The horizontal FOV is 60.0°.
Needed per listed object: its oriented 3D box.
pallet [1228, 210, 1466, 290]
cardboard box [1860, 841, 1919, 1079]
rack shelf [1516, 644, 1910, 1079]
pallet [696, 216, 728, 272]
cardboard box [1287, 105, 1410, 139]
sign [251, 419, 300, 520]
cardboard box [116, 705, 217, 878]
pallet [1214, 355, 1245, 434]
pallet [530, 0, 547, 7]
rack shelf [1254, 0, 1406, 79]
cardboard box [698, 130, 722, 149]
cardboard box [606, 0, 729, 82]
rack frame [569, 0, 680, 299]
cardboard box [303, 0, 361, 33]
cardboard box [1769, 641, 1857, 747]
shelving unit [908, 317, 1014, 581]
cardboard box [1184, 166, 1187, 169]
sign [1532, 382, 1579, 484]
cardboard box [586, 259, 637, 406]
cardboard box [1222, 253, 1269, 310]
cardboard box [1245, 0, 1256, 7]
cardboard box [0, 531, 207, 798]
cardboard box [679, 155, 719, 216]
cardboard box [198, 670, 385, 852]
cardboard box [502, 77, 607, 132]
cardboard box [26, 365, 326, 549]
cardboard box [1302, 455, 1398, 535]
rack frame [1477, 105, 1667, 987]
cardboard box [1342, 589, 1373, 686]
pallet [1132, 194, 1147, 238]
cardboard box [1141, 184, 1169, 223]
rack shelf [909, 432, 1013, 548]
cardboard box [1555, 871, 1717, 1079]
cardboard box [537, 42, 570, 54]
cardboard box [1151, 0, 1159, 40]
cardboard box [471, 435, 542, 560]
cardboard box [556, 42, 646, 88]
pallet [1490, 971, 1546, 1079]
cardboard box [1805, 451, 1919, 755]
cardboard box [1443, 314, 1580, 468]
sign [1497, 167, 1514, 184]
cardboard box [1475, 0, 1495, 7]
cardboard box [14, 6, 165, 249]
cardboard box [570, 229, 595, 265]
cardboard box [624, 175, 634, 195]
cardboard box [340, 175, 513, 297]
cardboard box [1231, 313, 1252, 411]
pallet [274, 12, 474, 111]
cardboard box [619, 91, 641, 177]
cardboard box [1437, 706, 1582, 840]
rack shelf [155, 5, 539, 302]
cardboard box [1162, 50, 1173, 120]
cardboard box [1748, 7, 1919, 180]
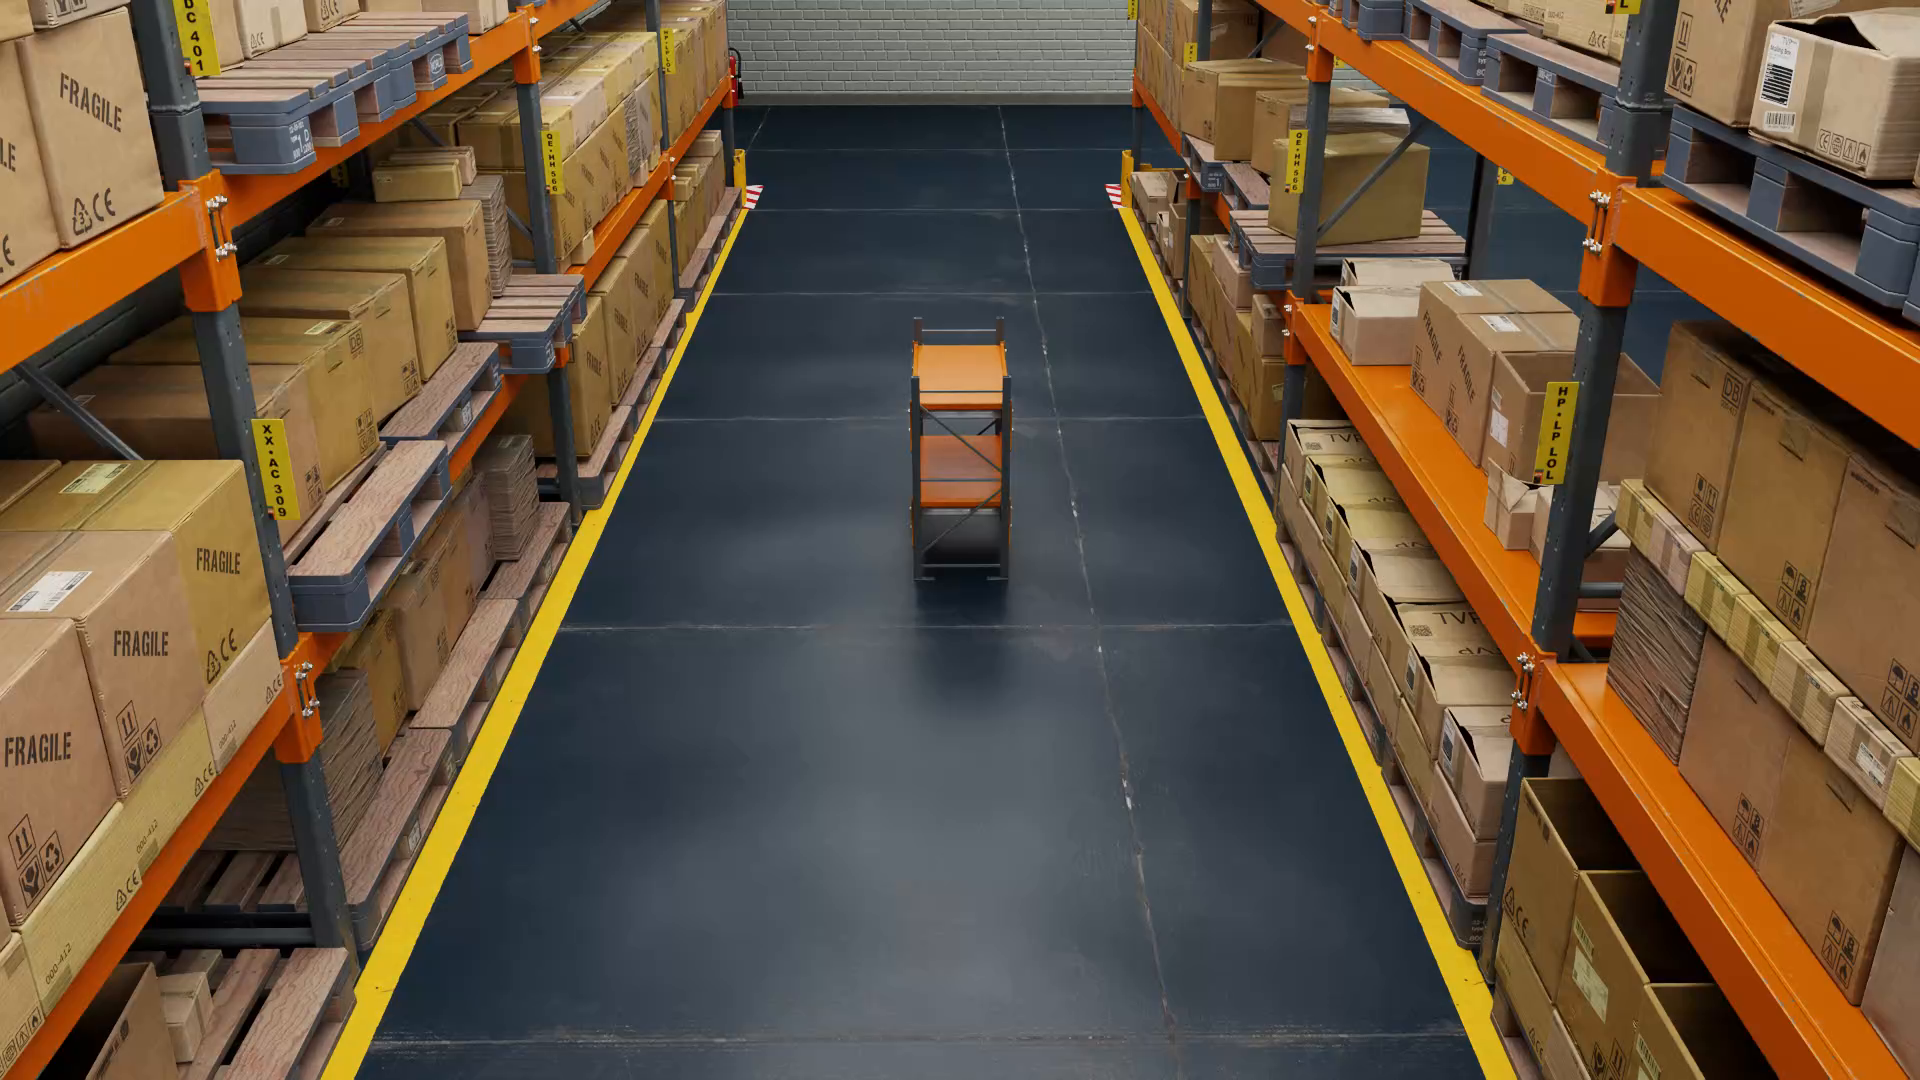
[{"bbox_3d":[2.219,-1.675,9.546,1.213,0.211,1.003,0,24,-1],"label":"pallet"},{"bbox_3d":[2.371,0.937,3.416,0.700,0.500,0.500,0,24,1],"label":"cardboard box"},{"bbox_3d":[2.362,1.317,3.571,1.077,0.370,4.000,0,24,-1],"label":"rack shelf"},{"bbox_3d":[-2.647,-2.655,14.864,1.003,0.211,1.213,0,24,-1],"label":"pallet"},{"bbox_3d":[2.358,-2.357,10.190,0.700,0.500,0.500,4,25,9],"label":"cardboard box"},{"bbox_3d":[-2.071,-0.211,5.026,0.100,0.325,0.005,0,24,-1],"label":"sign"},{"bbox_3d":[-2.308,0.647,4.337,0.500,0.250,0.500,0,24,0],"label":"cardboard box"},{"bbox_3d":[2.315,-1.022,11.253,1.003,0.211,1.213,0,24,-1],"label":"pallet"},{"bbox_3d":[-2.717,-3.005,8.844,1.213,0.211,1.003,1,24,2],"label":"pallet"},{"bbox_3d":[2.274,-3.346,10.242,1.077,0.370,4.000,0,24,-1],"label":"rack shelf"},{"bbox_3d":[-2.453,-3.764,15.669,0.380,0.149,0.250,-1,24,-1],"label":"cardboard box"},{"bbox_3d":[-2.729,-4.682,15.599,0.980,0.700,0.700,1,24,2],"label":"cardboard box"},{"bbox_3d":[-2.701,-3.108,12.481,1.000,3.000,0.127,0,24,-1],"label":"rack frame"},{"bbox_3d":[-2.553,-2.149,6.090,0.500,0.500,0.500,-1,24,-2],"label":"cardboard box"},{"bbox_3d":[2.161,0.356,3.913,0.380,0.149,0.250,-1,24,-2],"label":"cardboard box"},{"bbox_3d":[0.000,-0.515,9.024,0.538,1.125,1.048,0,24,-1],"label":"shelving unit"},{"bbox_3d":[2.461,-3.618,16.110,0.500,0.500,0.500,0,24,-1],"label":"cardboard box"},{"bbox_3d":[1.797,-0.320,5.009,0.100,0.325,0.005,0,24,-1],"label":"sign"},{"bbox_3d":[-2.537,-1.336,10.663,0.750,0.750,0.750,0,24,-1],"label":"cardboard box"},{"bbox_3d":[2.031,-1.715,10.992,0.500,0.250,0.500,-1,24,-2],"label":"cardboard box"},{"bbox_3d":[2.523,-4.041,13.209,0.500,0.500,0.500,-1,24,-2],"label":"cardboard box"},{"bbox_3d":[-2.288,0.305,4.182,0.500,0.500,0.500,0,24,-1],"label":"cardboard box"},{"bbox_3d":[-2.631,-3.314,15.461,0.700,0.500,0.500,0,24,-1],"label":"cardboard box"},{"bbox_3d":[-2.638,0.824,6.287,0.700,0.500,0.500,1,24,1],"label":"cardboard box"},{"bbox_3d":[-2.420,-2.607,9.958,0.500,0.250,0.500,0,24,0],"label":"cardboard box"},{"bbox_3d":[-2.585,-0.267,5.545,0.700,0.500,0.500,0,24,0],"label":"cardboard box"},{"bbox_3d":[2.022,-0.244,8.295,0.500,0.311,0.500,-1,24,-2],"label":"cardboard box"},{"bbox_3d":[2.340,0.165,5.245,1.000,3.000,0.127,0,24,-1],"label":"rack frame"},{"bbox_3d":[2.031,0.428,7.491,0.500,0.250,0.500,0,24,1],"label":"cardboard box"},{"bbox_3d":[2.219,-3.149,15.957,1.003,0.211,1.213,0,24,-1],"label":"pallet"},{"bbox_3d":[1.942,-3.090,15.245,0.500,0.250,0.500,0,24,-1],"label":"cardboard box"},{"bbox_3d":[0.000,-0.293,9.125,0.538,0.278,1.000,0,24,-1],"label":"rack shelf"},{"bbox_3d":[2.045,1.283,4.690,0.500,0.500,0.500,0,24,-1],"label":"cardboard box"},{"bbox_3d":[-2.944,-3.233,11.342,0.500,0.250,0.500,0,24,0],"label":"cardboard box"},{"bbox_3d":[1.964,-4.675,14.613,0.500,0.500,0.500,0,24,0],"label":"cardboard box"},{"bbox_3d":[-2.597,-0.224,8.606,0.700,0.500,0.500,0,24,0],"label":"cardboard box"},{"bbox_3d":[-2.444,-3.237,11.352,0.500,0.250,0.500,0,24,1],"label":"cardboard box"},{"bbox_3d":[2.307,1.763,5.095,1.003,0.211,1.213,0,24,-1],"label":"pallet"},{"bbox_3d":[2.362,0.126,3.636,0.700,0.500,0.500,0,24,-1],"label":"cardboard box"},{"bbox_3d":[2.336,-0.621,6.861,0.500,0.500,0.500,0,24,0],"label":"cardboard box"},{"bbox_3d":[2.851,-2.015,8.659,0.100,0.325,0.005,0,24,-1],"label":"sign"},{"bbox_3d":[2.376,-2.335,6.804,0.500,0.250,0.500,-1,24,-2],"label":"cardboard box"},{"bbox_3d":[-2.361,-1.025,4.090,0.500,0.500,0.500,0,24,1],"label":"cardboard box"},{"bbox_3d":[-2.342,-1.705,9.659,0.380,0.149,0.250,0,24,1],"label":"cardboard box"},{"bbox_3d":[-2.432,-2.444,11.294,0.380,0.149,0.250,0,24,-1],"label":"cardboard box"},{"bbox_3d":[-2.642,-1.512,8.297,0.700,0.500,0.500,-3,25,-7],"label":"cardboard box"},{"bbox_3d":[2.046,-1.142,10.635,0.500,0.500,0.500,-1,24,-2],"label":"cardboard box"},{"bbox_3d":[-2.528,-1.775,6.121,1.213,0.211,1.003,0,24,-1],"label":"pallet"},{"bbox_3d":[-2.431,-2.692,11.055,0.500,0.500,0.500,0,24,0],"label":"cardboard box"},{"bbox_3d":[2.049,0.805,5.976,0.500,0.311,0.500,0,24,-1],"label":"cardboard box"},{"bbox_3d":[-2.635,-1.674,6.545,1.077,0.370,4.000,0,24,-1],"label":"rack shelf"},{"bbox_3d":[1.976,-3.806,13.904,0.500,0.500,0.500,0,24,1],"label":"cardboard box"},{"bbox_3d":[2.087,-0.985,3.577,0.500,0.311,0.500,-2,24,-3],"label":"cardboard box"}]
